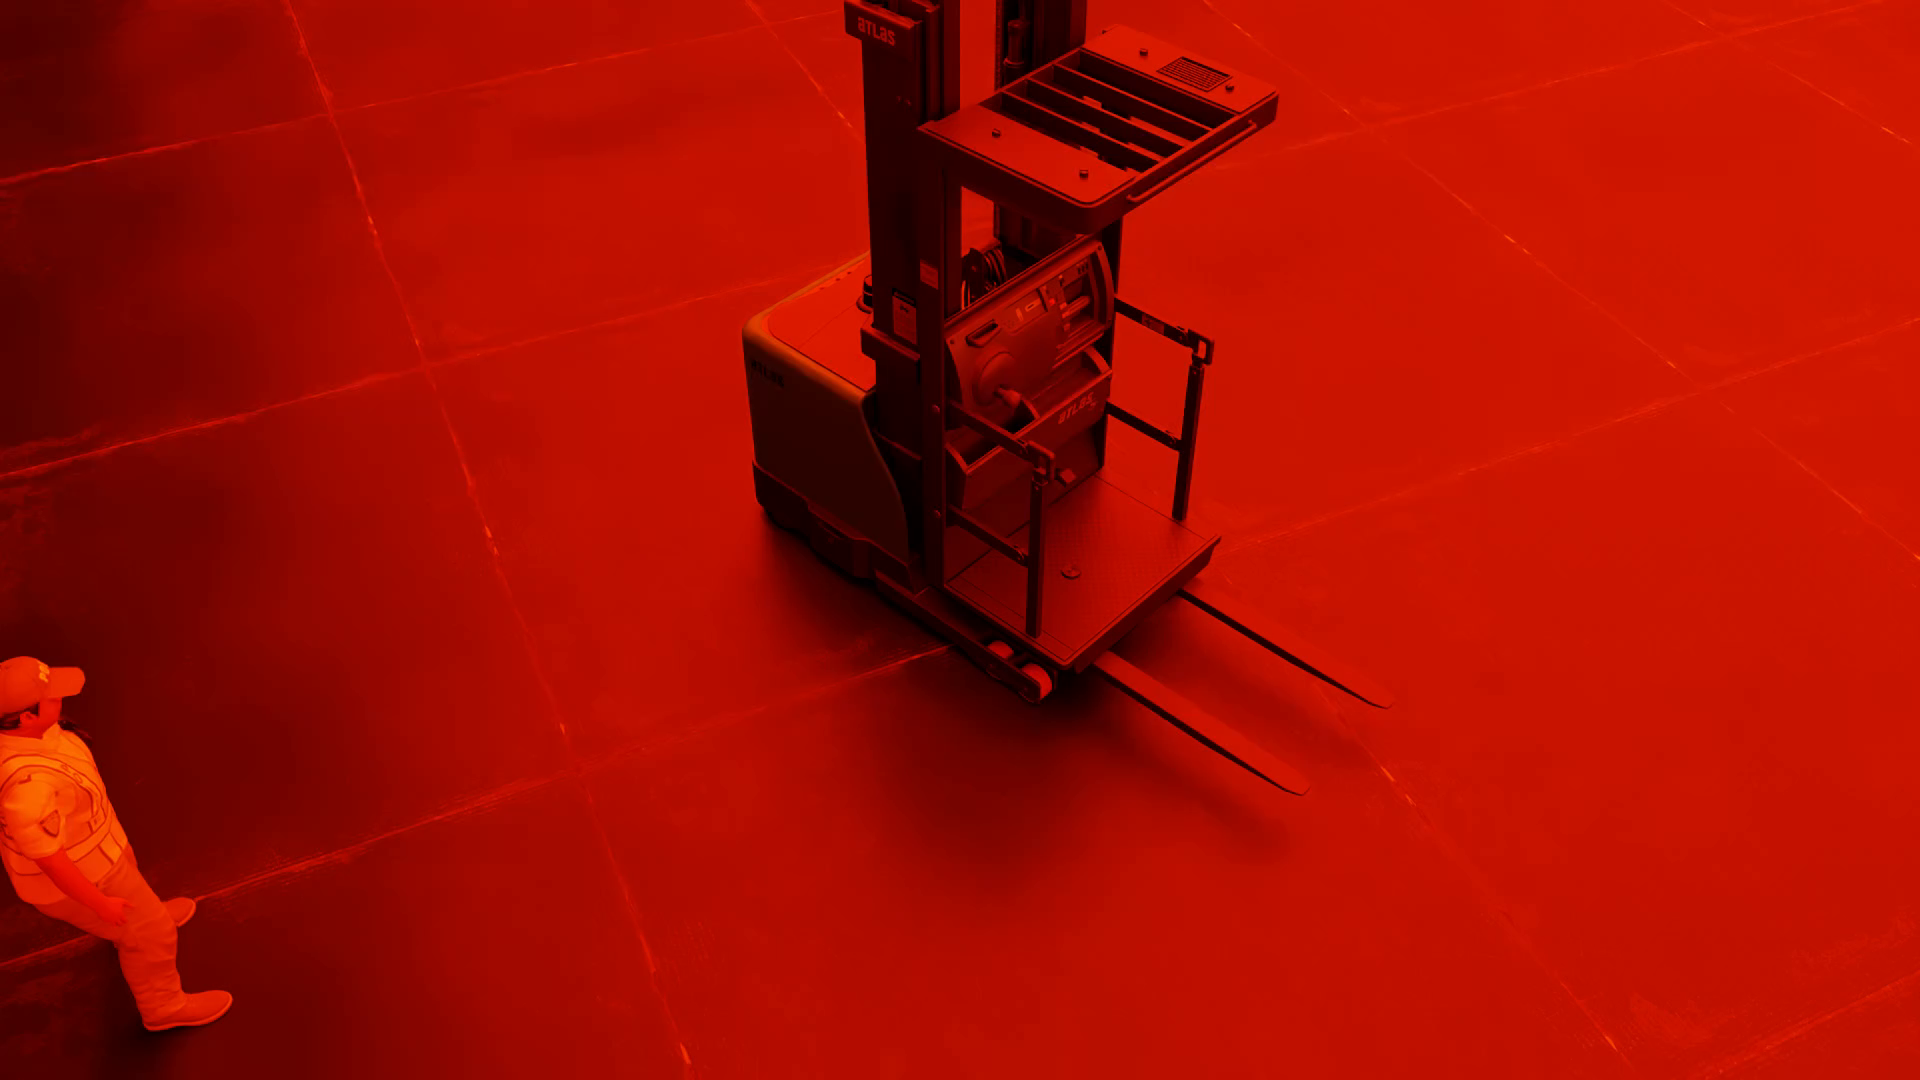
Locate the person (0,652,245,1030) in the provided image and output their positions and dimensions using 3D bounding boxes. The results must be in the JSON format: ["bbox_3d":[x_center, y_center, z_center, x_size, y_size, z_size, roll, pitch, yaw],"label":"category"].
[{"bbox_3d":[-2.903,1.007,5.535,0.487,1.669,0.618,-25,48,-24],"label":"person"}]

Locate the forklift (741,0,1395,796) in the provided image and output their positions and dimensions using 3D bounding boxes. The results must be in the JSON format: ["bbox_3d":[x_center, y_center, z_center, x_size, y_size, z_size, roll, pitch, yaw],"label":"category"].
[{"bbox_3d":[0.445,-0.788,6.525,3.031,2.935,1.130,32,52,30],"label":"forklift"}]
